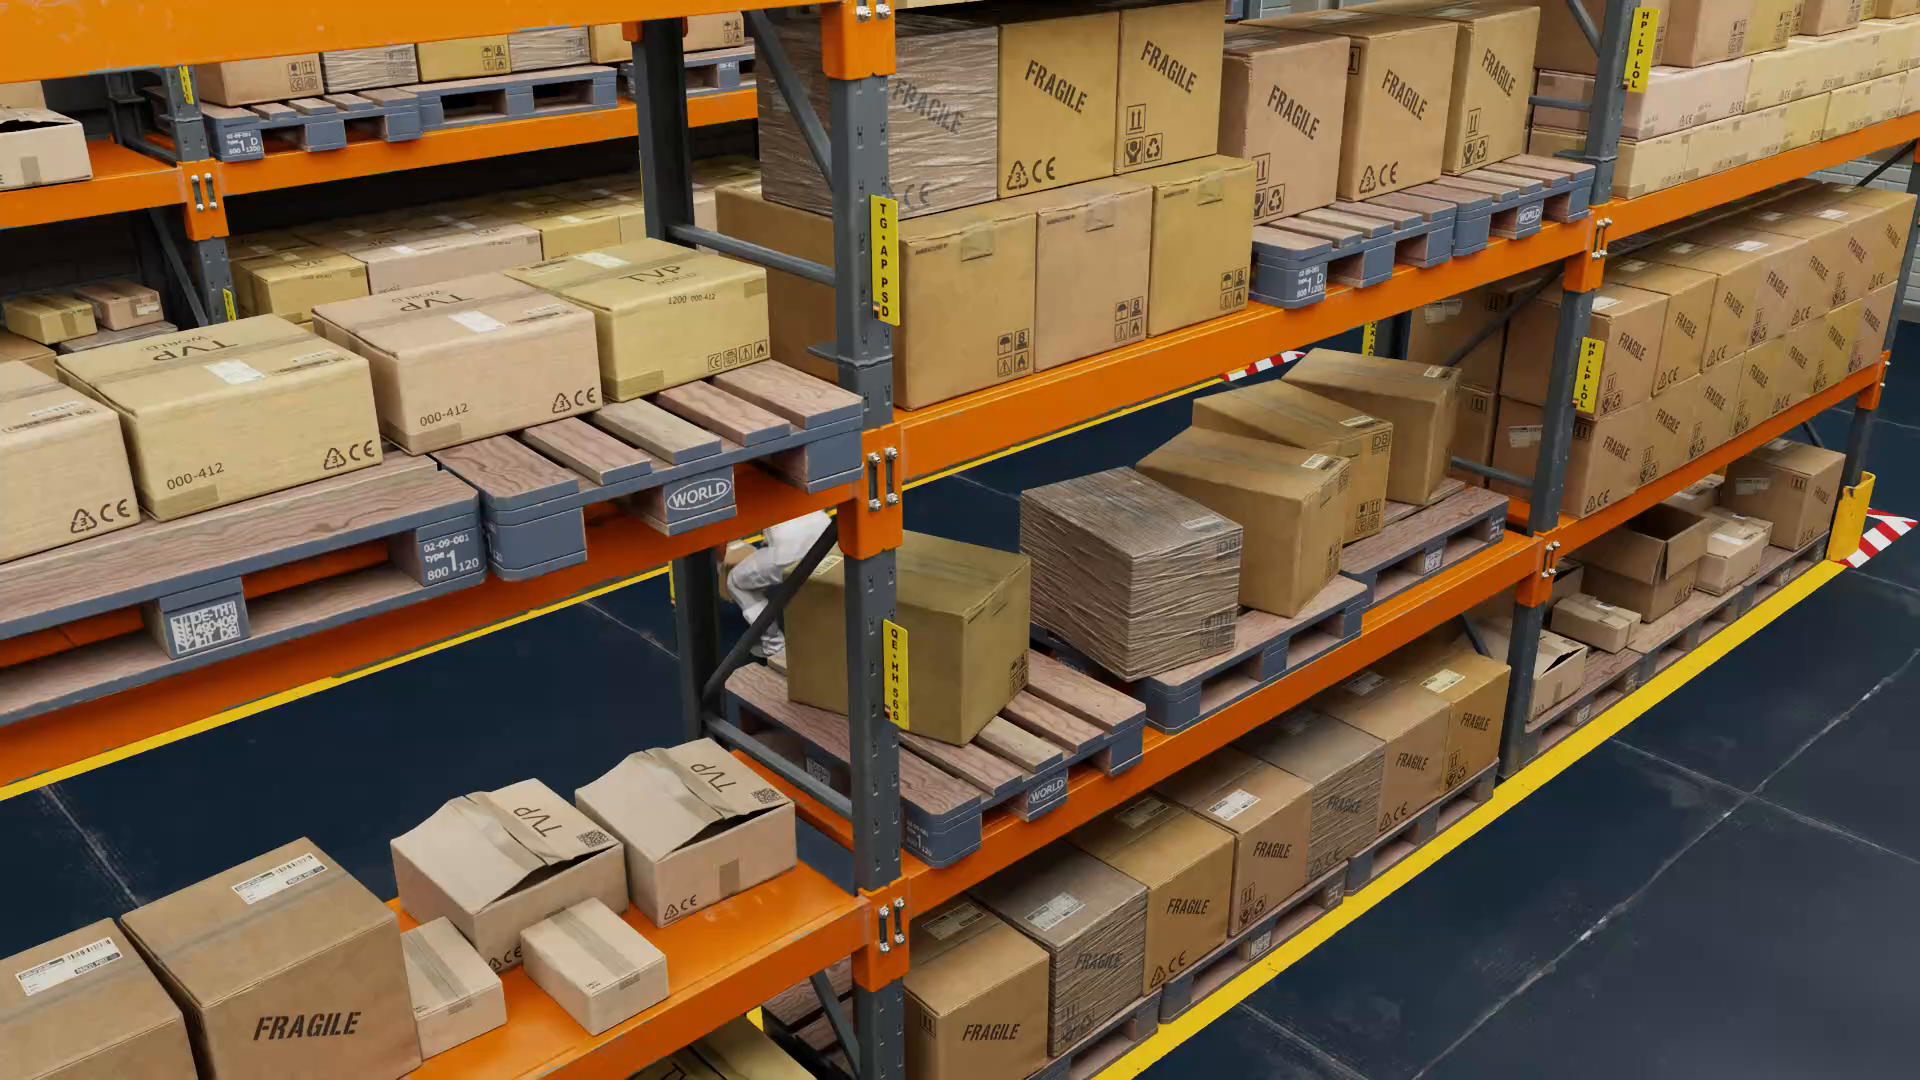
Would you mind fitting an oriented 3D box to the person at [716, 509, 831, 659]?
[{"bbox_3d":[-1.060,0.031,9.147,0.582,1.267,0.824,-21,31,-39],"label":"person"}]
